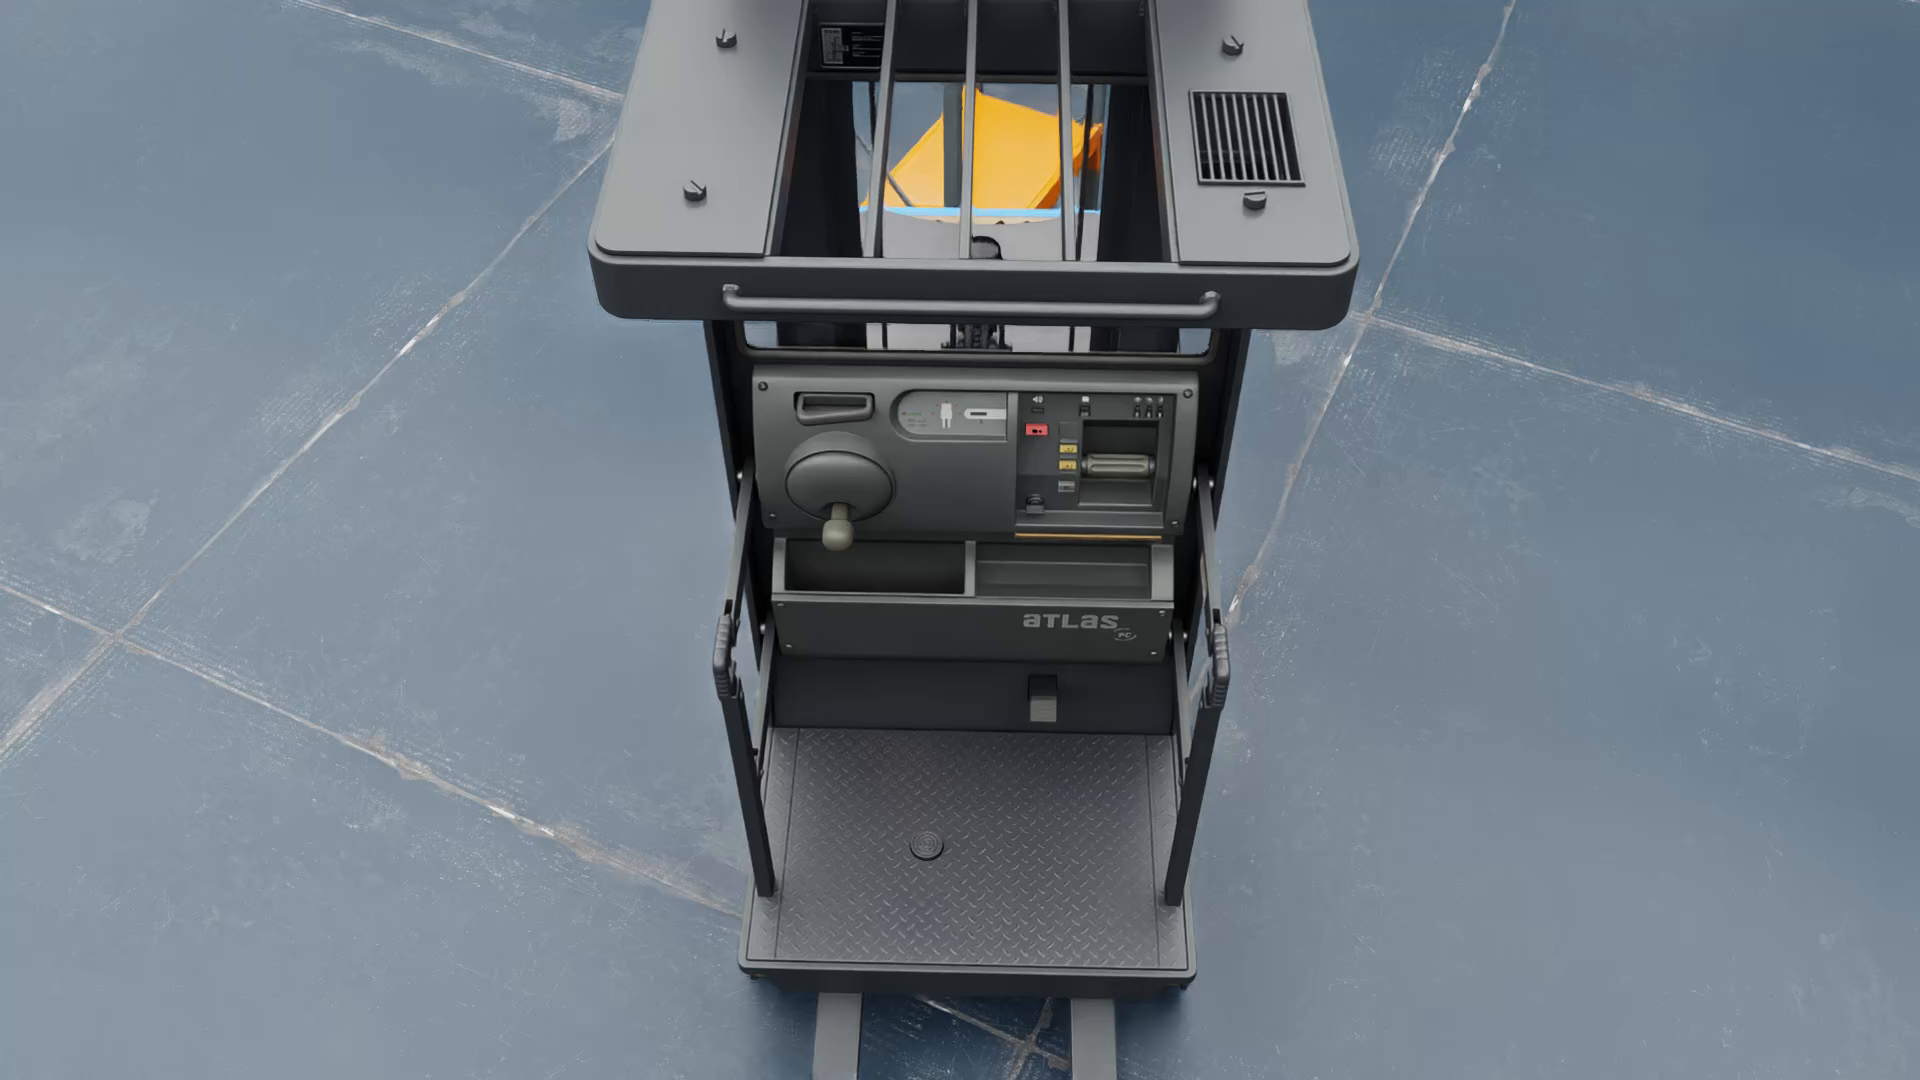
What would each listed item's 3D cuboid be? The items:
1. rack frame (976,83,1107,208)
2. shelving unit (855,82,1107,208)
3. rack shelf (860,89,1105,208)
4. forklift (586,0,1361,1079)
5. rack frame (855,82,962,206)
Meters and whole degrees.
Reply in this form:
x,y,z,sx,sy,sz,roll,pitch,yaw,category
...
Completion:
x,y,z,sx,sy,sz,roll,pitch,yaw,category
0.257,-1.555,5.589,0.500,1.500,0.032,22,53,18,rack frame
0.022,-1.220,5.303,0.587,1.500,1.083,22,53,18,shelving unit
0.018,-1.097,5.435,0.538,0.185,1.000,22,53,18,rack shelf
0.027,-0.063,3.379,1.130,2.935,3.031,1,50,1,forklift
-0.221,-0.872,5.007,0.500,1.500,0.032,22,53,18,rack frame
